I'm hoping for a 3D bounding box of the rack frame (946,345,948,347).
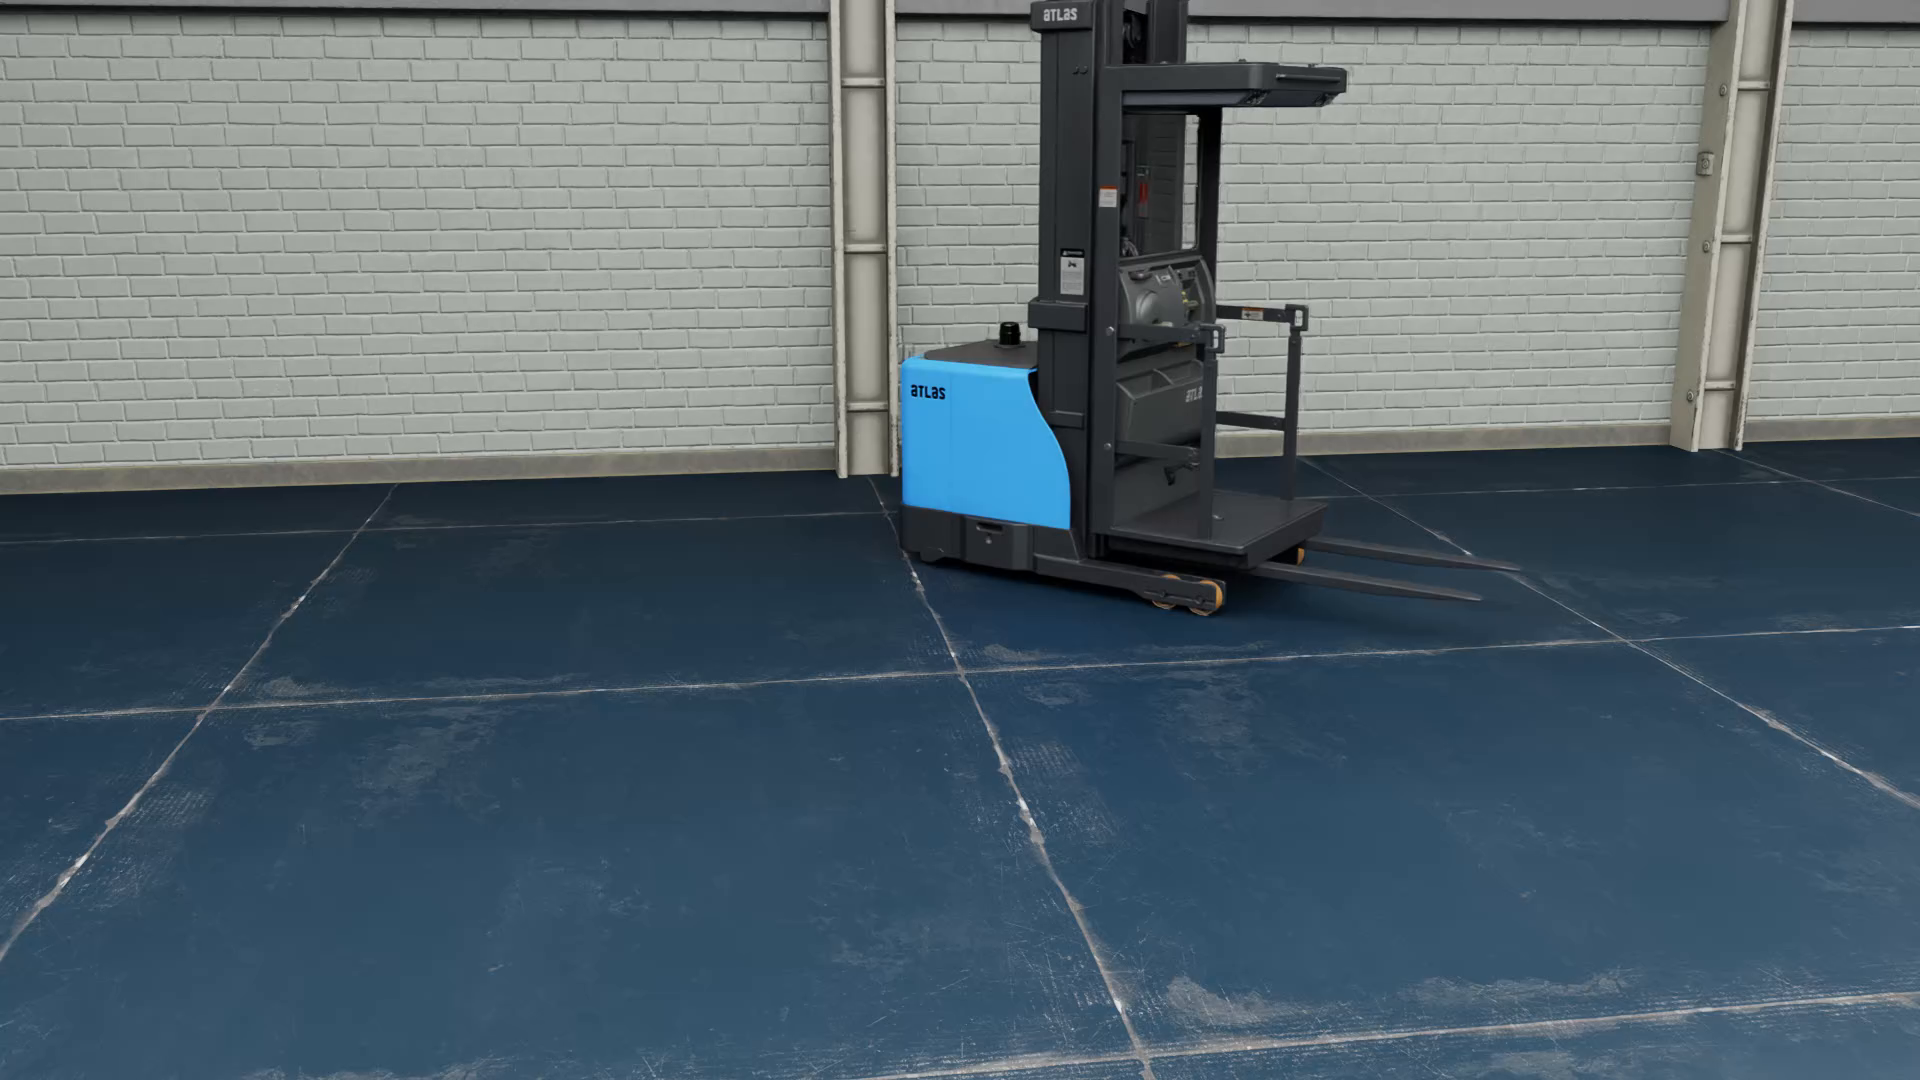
[{"bbox_3d":[-0.055,-0.551,9.261,0.008,1.050,0.200,-3,14,-11],"label":"rack frame"}]

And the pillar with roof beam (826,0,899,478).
[{"bbox_3d":[0.024,-3.778,5.786,0.400,9.000,9.100,-2,14,-8],"label":"pillar with roof beam"}]

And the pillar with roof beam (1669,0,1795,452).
[{"bbox_3d":[5.957,-3.995,6.653,0.400,9.000,9.100,-2,14,-8],"label":"pillar with roof beam"}]

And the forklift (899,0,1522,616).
[{"bbox_3d":[1.192,-1.213,8.035,3.031,2.935,1.130,9,17,32],"label":"forklift"}]

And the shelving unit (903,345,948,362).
[{"bbox_3d":[-0.174,-0.545,9.237,0.252,1.050,0.215,-3,14,-11],"label":"shelving unit"}]

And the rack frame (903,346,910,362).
[{"bbox_3d":[-0.294,-0.539,9.214,0.008,1.050,0.200,-3,14,-11],"label":"rack frame"}]
